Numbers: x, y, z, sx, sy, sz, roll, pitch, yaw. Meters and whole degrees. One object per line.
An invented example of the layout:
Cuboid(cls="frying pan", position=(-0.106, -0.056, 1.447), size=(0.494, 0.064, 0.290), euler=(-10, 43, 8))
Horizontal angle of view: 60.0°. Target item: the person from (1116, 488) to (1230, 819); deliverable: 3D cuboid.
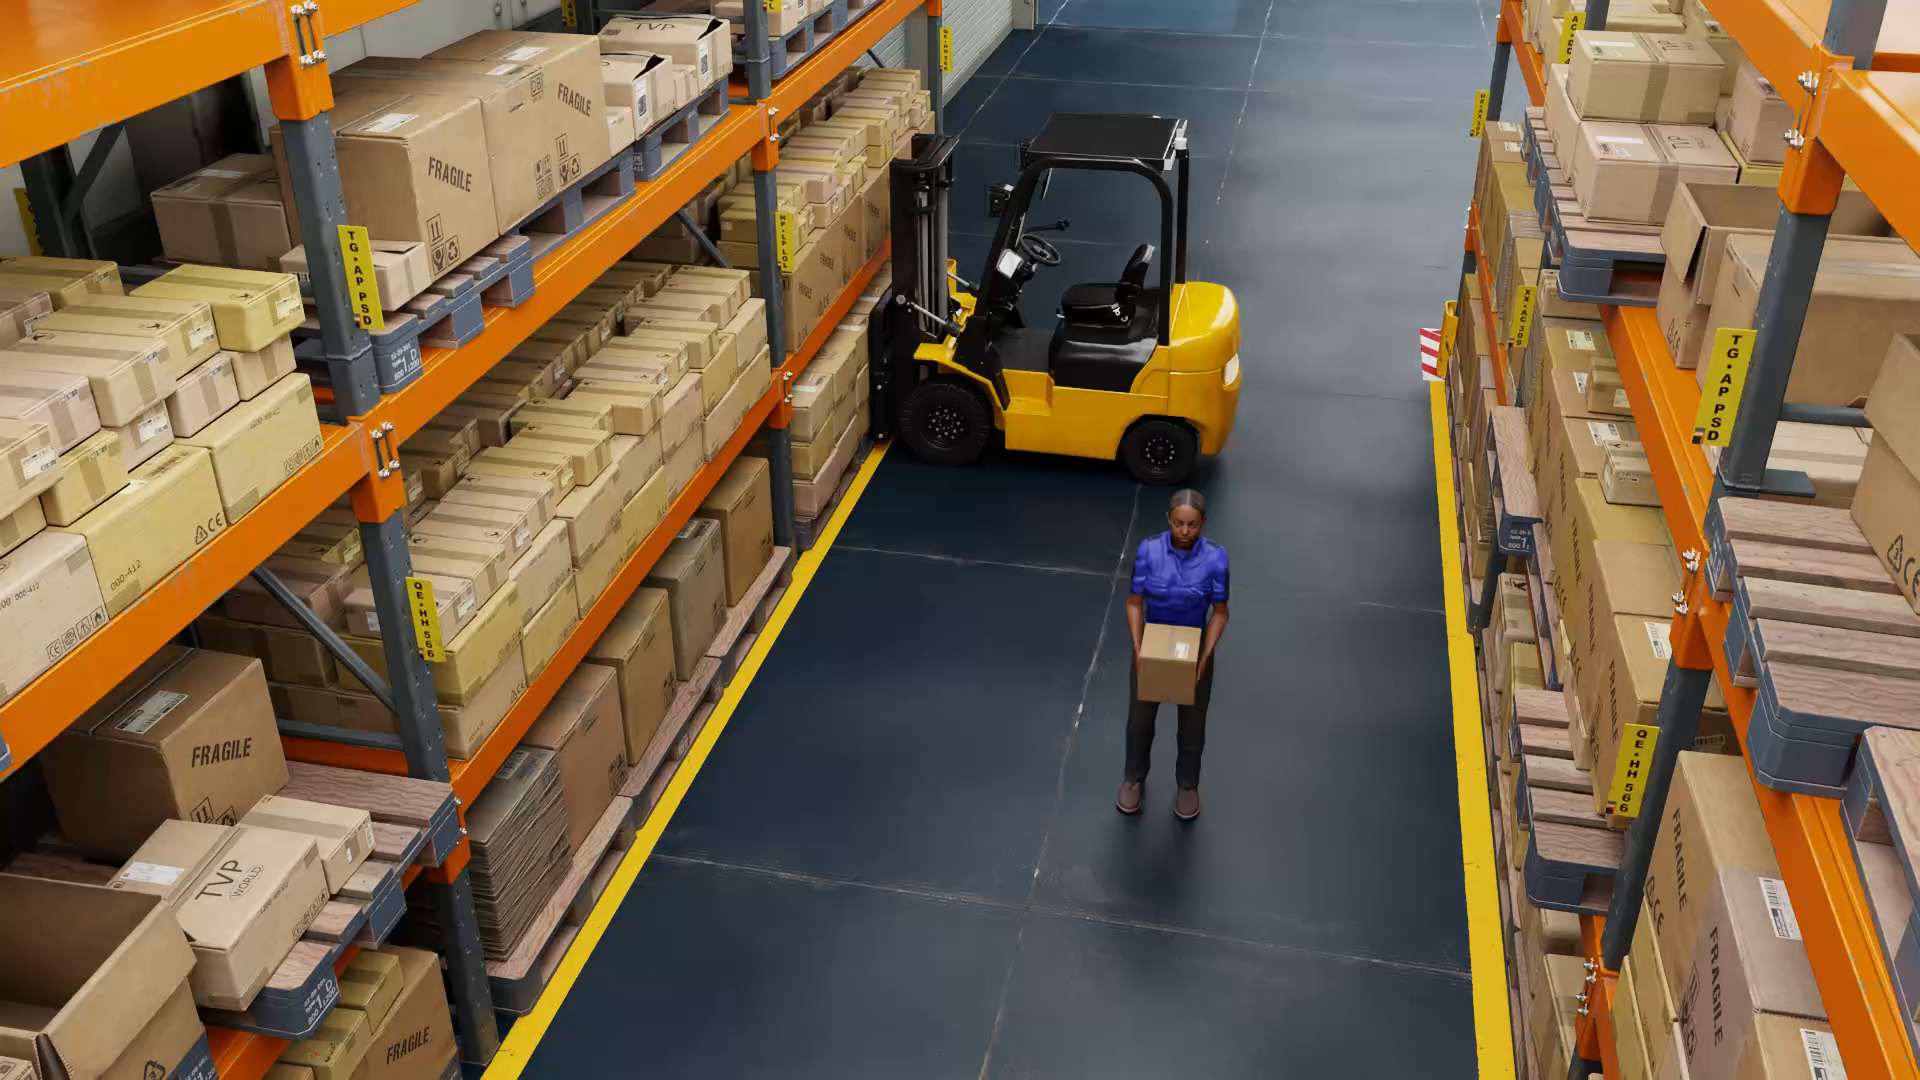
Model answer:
Cuboid(cls="person", position=(0.973, 0.555, 7.609), size=(0.472, 1.660, 0.466), euler=(6, 29, 10))
